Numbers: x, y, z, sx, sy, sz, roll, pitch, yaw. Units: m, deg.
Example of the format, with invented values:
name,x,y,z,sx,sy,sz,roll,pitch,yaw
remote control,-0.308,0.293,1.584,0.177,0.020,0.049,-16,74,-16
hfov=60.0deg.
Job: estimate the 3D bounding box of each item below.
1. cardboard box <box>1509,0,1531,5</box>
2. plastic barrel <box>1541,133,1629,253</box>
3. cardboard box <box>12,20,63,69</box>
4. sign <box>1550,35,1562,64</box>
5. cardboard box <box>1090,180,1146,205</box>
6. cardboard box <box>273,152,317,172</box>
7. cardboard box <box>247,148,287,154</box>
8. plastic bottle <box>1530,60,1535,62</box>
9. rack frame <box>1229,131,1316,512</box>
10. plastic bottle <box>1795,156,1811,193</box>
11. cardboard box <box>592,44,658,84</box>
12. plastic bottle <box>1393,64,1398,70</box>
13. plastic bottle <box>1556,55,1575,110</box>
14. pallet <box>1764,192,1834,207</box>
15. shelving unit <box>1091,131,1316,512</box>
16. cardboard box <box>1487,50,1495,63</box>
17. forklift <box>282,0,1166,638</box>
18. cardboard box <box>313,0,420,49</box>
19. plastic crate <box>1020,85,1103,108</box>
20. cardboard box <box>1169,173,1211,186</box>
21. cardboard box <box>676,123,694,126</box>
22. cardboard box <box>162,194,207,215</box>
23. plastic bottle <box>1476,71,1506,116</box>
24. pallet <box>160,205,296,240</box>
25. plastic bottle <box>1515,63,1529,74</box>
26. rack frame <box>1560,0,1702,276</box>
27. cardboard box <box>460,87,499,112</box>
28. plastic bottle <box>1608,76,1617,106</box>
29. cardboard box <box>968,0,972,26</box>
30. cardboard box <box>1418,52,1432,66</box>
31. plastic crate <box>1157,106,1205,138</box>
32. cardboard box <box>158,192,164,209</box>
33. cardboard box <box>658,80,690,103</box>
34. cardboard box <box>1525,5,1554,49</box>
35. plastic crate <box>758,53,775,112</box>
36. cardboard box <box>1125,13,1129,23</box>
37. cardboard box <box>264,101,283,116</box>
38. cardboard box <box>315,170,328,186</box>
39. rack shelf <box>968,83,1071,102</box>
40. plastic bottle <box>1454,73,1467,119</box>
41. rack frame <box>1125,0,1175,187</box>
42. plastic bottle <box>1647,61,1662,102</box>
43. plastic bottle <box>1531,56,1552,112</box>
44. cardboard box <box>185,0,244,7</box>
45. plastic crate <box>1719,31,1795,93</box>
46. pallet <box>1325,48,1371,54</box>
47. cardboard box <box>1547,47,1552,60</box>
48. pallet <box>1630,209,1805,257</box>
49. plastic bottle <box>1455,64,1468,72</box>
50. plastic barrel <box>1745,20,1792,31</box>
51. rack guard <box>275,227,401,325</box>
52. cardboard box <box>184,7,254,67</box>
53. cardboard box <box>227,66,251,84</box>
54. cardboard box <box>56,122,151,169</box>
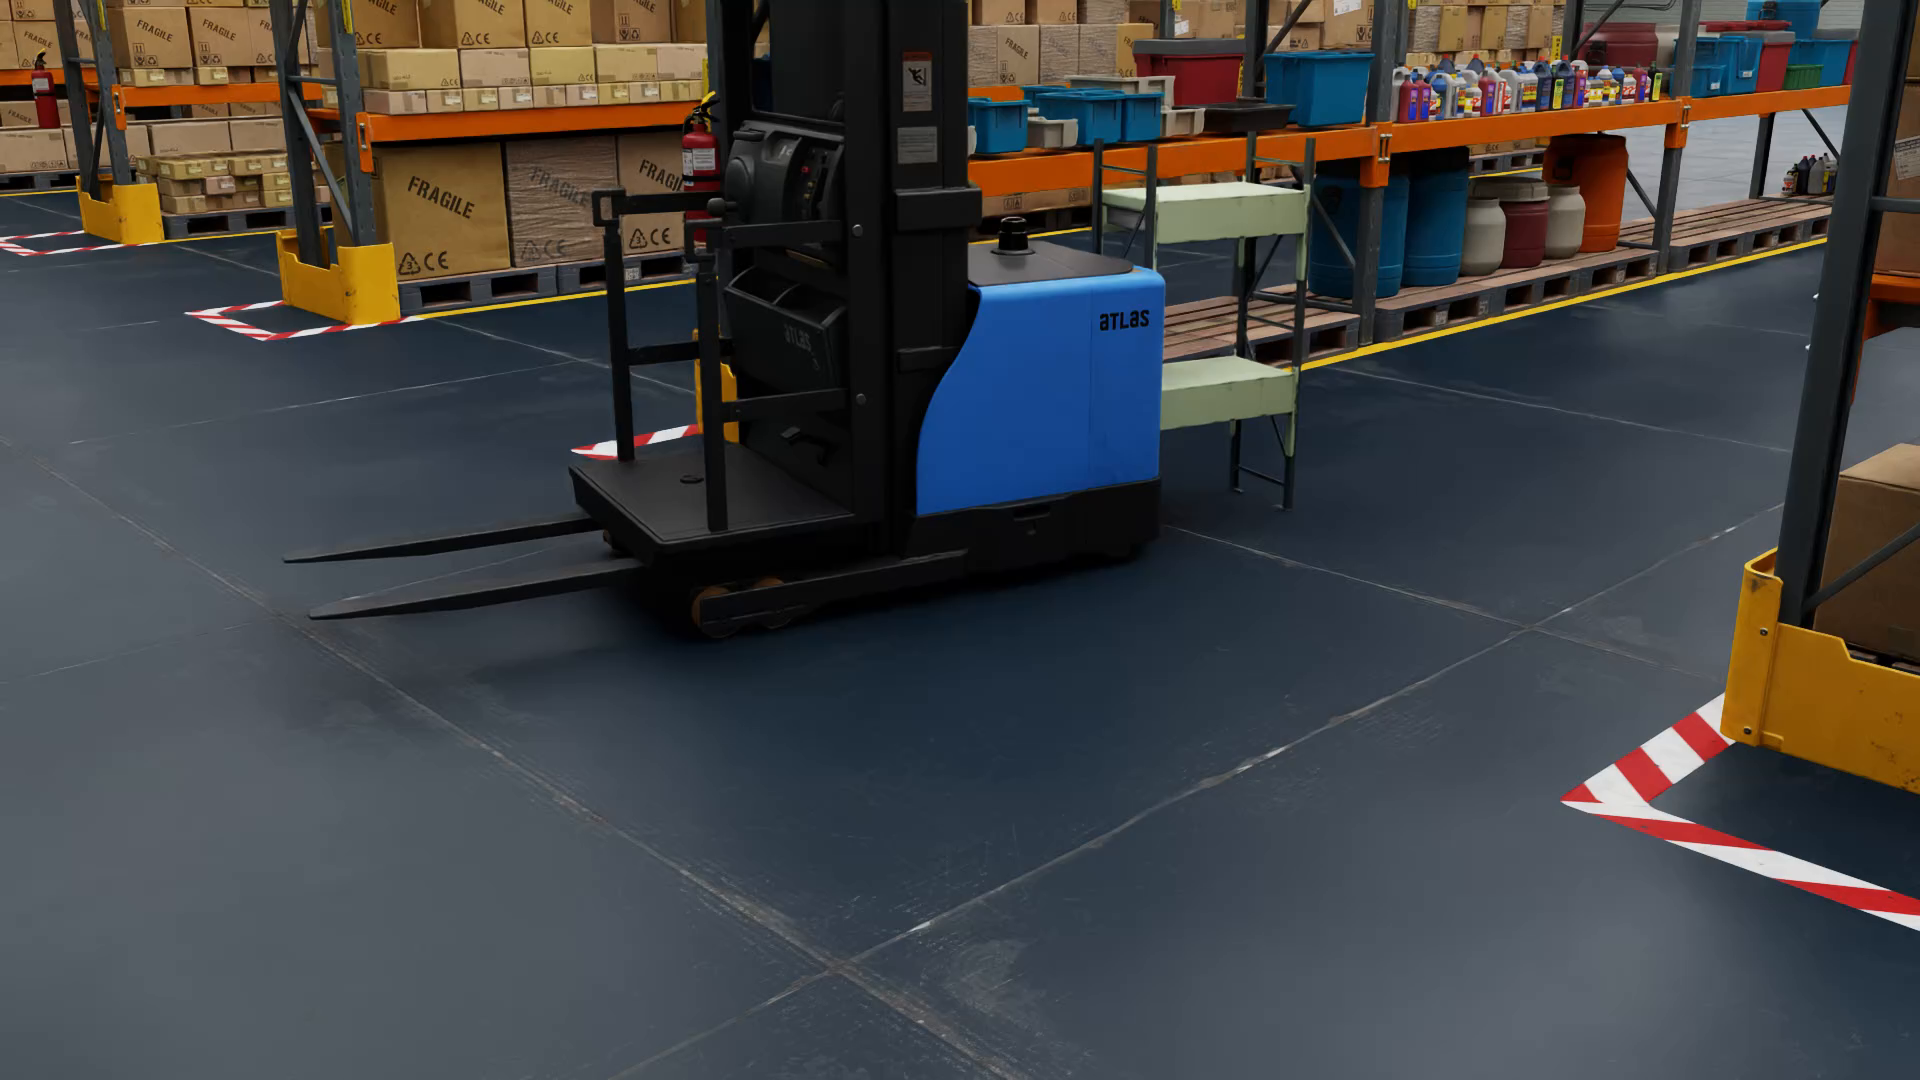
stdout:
name,x,y,z,sx,sy,sz,roll,pitch,yaw
cardboard box,6.496,-6.652,19.873,0.500,0.500,0.500,-16,24,-41
plastic barrel,4.697,-2.627,12.561,0.708,0.830,0.600,-16,24,-41
cardboard box,-10.089,-5.401,18.117,0.500,0.500,0.500,-17,24,-42
sign,4.658,-3.766,12.973,0.005,0.325,0.100,-16,24,-41
cardboard box,1.122,-3.724,15.872,1.225,0.875,0.875,17,24,41
cardboard box,-6.175,-3.514,15.436,0.250,0.149,0.380,-15,23,-39
cardboard box,-6.587,-3.644,15.837,0.250,0.149,0.380,-15,23,-39
plastic bottle,4.234,-3.433,12.398,0.133,0.283,0.061,-16,24,-41
rack frame,1.263,-0.883,6.776,0.023,1.500,0.400,-9,20,-27
plastic bottle,8.217,-3.565,16.198,0.185,0.351,0.144,-17,25,-42
cardboard box,-2.525,-3.422,11.937,0.500,0.250,0.500,-17,24,-42
plastic bottle,2.811,-2.971,10.864,0.185,0.351,0.144,-16,24,-41
plastic bottle,4.065,-3.096,11.249,0.185,0.351,0.144,-16,24,-41
pallet,8.464,-3.221,16.077,1.213,0.211,1.003,-16,24,-41
shelving unit,0.940,-0.830,6.612,0.755,1.500,0.431,-9,20,-27
cardboard box,6.138,-5.767,19.816,0.250,0.149,0.380,-16,24,-41
forklift,-0.787,-1.256,5.606,3.031,2.935,1.130,-9,20,-27
cardboard box,-4.002,-3.571,11.179,0.500,0.500,0.500,-16,24,-40
plastic crate,0.544,-2.313,8.930,0.300,0.233,0.416,-16,24,-41
cardboard box,2.111,-3.844,16.816,0.700,0.500,0.500,16,24,41
cardboard box,-1.803,-2.896,13.319,0.875,0.875,0.875,-16,24,-41
cardboard box,-6.909,-2.998,14.808,0.250,0.149,0.380,-16,24,-40
plastic bottle,3.405,-2.869,10.672,0.135,0.276,0.152,-16,24,-41
pallet,-6.840,-2.969,15.298,1.213,0.211,1.003,-16,24,-41
plastic bottle,4.107,-3.356,12.182,0.097,0.271,0.097,0,18,0
rack frame,5.041,-3.567,12.623,0.127,3.000,1.000,-16,24,-41
cardboard box,-3.319,-2.973,11.197,0.250,0.149,0.380,-17,25,-42
plastic bottle,4.564,-3.160,11.690,0.097,0.201,0.097,0,18,0
cardboard box,-0.304,-4.634,14.126,0.637,0.503,0.797,-16,24,-40
cardboard box,5.098,-5.433,18.786,0.250,0.149,0.380,-16,24,-41
plastic crate,1.075,-2.186,8.694,0.466,0.136,0.293,-16,24,-41
cardboard box,-7.270,-3.117,15.175,0.250,0.149,0.380,-16,24,-40
cardboard box,-2.199,-3.299,12.205,0.250,0.149,0.380,-17,24,-42
cardboard box,6.751,-6.318,20.463,0.500,0.500,0.875,-16,24,-41
plastic crate,-0.657,-2.030,7.728,0.499,0.435,0.616,-16,24,-41
cardboard box,1.854,-6.931,22.756,0.550,0.550,0.875,-16,24,-41
cardboard box,-10.238,-6.444,24.869,0.500,0.500,0.500,17,25,42
cardboard box,-6.040,-3.445,15.705,0.250,0.149,0.380,-15,23,-38
rack shelf,0.185,-3.911,14.850,4.000,0.370,1.077,-16,24,-41
plastic bottle,3.101,-2.767,10.364,0.097,0.271,0.097,0,18,0
rack frame,1.638,-4.677,16.046,0.127,3.000,1.000,-16,24,-41
plastic bottle,5.040,-3.330,12.081,0.133,0.283,0.061,-16,24,-41
plastic bottle,3.834,-3.028,11.041,0.185,0.351,0.144,-16,24,-41
cardboard box,-6.639,-4.923,14.541,0.500,0.500,0.500,-15,23,-39
plastic crate,6.425,-3.871,13.457,0.583,0.464,0.402,-16,24,-41
pallet,3.889,-5.304,18.291,1.213,0.211,1.003,-16,24,-41
cardboard box,7.203,-6.093,20.821,0.250,0.149,0.380,-16,24,-41
pallet,6.516,-2.653,14.326,1.213,0.211,1.003,-16,24,-41
plastic bottle,3.496,-3.195,11.676,0.135,0.276,0.152,-16,24,-41
plastic barrel,7.101,-4.326,14.742,0.433,0.535,0.433,0,18,0
rack guard,-4.193,-1.788,11.188,0.348,0.500,1.175,-16,24,-41
cardboard box,-6.622,-4.456,14.721,0.500,0.500,0.500,-16,24,-41
cardboard box,-6.566,-4.184,14.934,0.250,0.149,0.380,-15,23,-38
cardboard box,-9.914,-4.542,19.102,0.875,0.438,0.875,-15,24,-39
